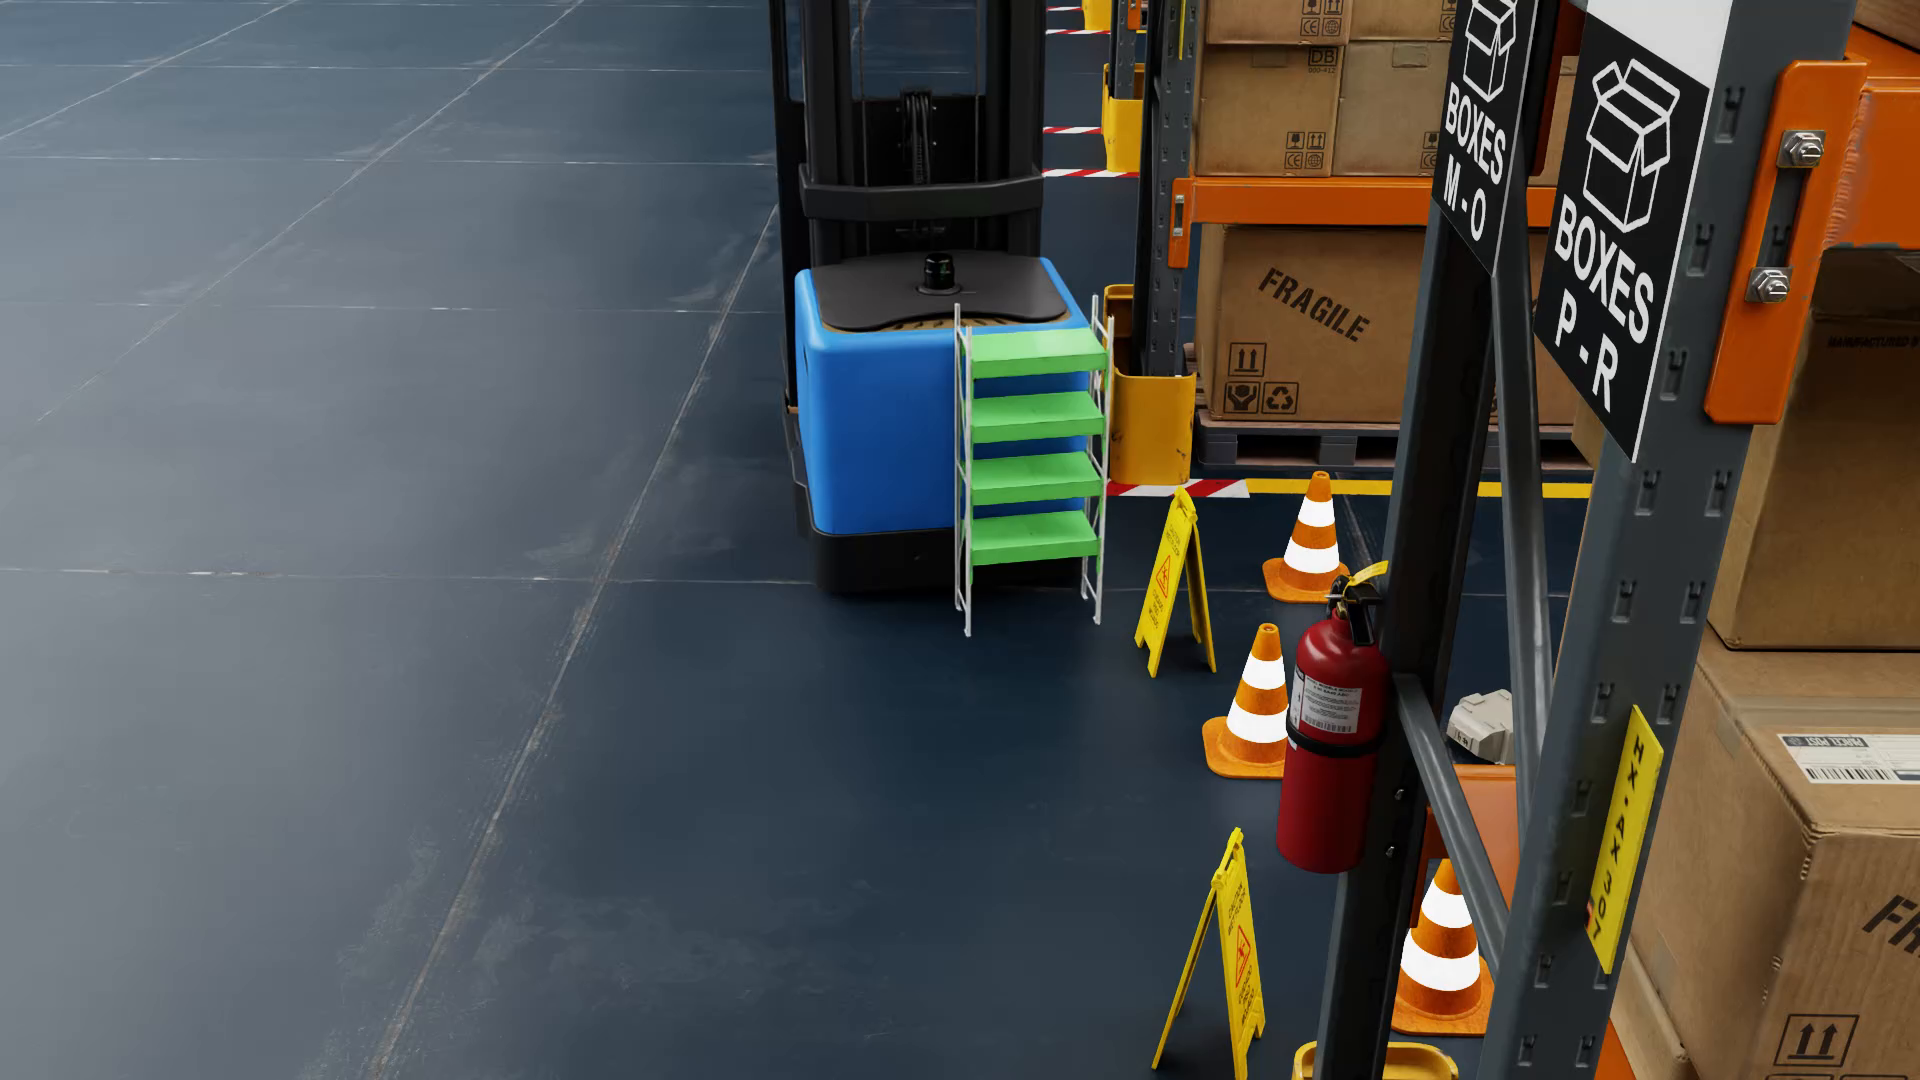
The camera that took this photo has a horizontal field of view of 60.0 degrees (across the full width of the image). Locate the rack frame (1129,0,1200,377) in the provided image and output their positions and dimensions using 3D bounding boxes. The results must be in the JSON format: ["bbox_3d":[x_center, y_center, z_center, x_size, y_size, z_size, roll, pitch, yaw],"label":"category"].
[{"bbox_3d":[0.869,-1.836,7.011,0.127,3.000,1.000,1,28,2],"label":"rack frame"}]

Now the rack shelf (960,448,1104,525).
[{"bbox_3d":[0.251,-0.193,5.970,0.480,0.148,0.258,-5,28,-9],"label":"rack shelf"}]

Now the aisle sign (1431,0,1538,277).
[{"bbox_3d":[0.744,-0.803,2.286,0.004,0.787,0.394,1,28,2],"label":"aisle sign"}]

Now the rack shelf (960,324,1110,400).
[{"bbox_3d":[0.251,-0.617,5.745,0.480,0.148,0.258,-5,28,-9],"label":"rack shelf"}]

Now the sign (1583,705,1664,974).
[{"bbox_3d":[0.777,0.354,1.955,0.005,0.325,0.100,1,28,2],"label":"sign"}]

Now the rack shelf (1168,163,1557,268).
[{"bbox_3d":[2.868,-1.485,7.117,4.000,0.370,1.077,1,28,2],"label":"rack shelf"}]

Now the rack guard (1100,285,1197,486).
[{"bbox_3d":[0.845,-0.732,7.597,0.348,0.500,1.175,1,28,2],"label":"rack guard"}]

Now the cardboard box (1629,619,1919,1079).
[{"bbox_3d":[1.259,0.445,2.284,0.500,0.500,0.500,1,28,1],"label":"cardboard box"}]

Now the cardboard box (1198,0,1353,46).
[{"bbox_3d":[1.239,-2.355,6.677,0.550,0.550,0.875,1,28,2],"label":"cardboard box"}]

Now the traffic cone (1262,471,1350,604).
[{"bbox_3d":[1.350,-0.042,6.335,0.334,0.463,0.336,1,28,2],"label":"traffic cone"}]

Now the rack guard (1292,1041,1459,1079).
[{"bbox_3d":[0.871,1.588,3.220,0.348,0.500,1.175,1,28,2],"label":"rack guard"}]

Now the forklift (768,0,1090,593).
[{"bbox_3d":[-0.242,-1.764,6.947,1.130,2.935,3.031,-4,28,-8],"label":"forklift"}]

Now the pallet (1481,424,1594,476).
[{"bbox_3d":[2.887,-0.606,7.668,1.213,0.211,1.003,1,28,2],"label":"pallet"}]

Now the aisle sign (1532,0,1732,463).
[{"bbox_3d":[0.723,-0.522,1.757,0.004,0.787,0.394,1,28,2],"label":"aisle sign"}]

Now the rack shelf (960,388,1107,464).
[{"bbox_3d":[0.251,-0.405,5.857,0.480,0.148,0.258,-5,28,-9],"label":"rack shelf"}]

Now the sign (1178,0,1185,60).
[{"bbox_3d":[0.844,-1.994,6.300,0.005,0.325,0.100,1,28,2],"label":"sign"}]

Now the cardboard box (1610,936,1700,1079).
[{"bbox_3d":[1.128,0.696,2.503,0.250,0.149,0.380,1,28,2],"label":"cardboard box"}]

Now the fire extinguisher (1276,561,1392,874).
[{"bbox_3d":[0.697,0.299,3.066,0.183,0.674,0.296,1,28,2],"label":"fire extinguisher"}]

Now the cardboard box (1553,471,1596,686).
[{"bbox_3d":[1.348,0.187,2.770,0.500,0.500,0.500,0,28,1],"label":"cardboard box"}]

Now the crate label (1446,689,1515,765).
[{"bbox_3d":[1.758,0.609,5.454,0.298,0.136,0.250,-14,31,-24],"label":"crate label"}]

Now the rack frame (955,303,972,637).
[{"bbox_3d":[0.011,-0.229,5.902,0.015,1.200,0.240,-5,28,-9],"label":"rack frame"}]

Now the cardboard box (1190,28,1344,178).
[{"bbox_3d":[1.242,-1.917,7.004,0.550,0.550,0.875,1,28,2],"label":"cardboard box"}]

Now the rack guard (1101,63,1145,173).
[{"bbox_3d":[1.221,-3.050,11.971,0.348,0.500,1.175,1,28,2],"label":"rack guard"}]

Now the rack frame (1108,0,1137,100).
[{"bbox_3d":[1.145,-4.156,11.388,0.127,3.000,1.000,1,28,2],"label":"rack frame"}]

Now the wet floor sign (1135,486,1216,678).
[{"bbox_3d":[0.770,0.130,5.815,0.232,0.644,0.267,-4,28,-7],"label":"wet floor sign"}]

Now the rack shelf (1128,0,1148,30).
[{"bbox_3d":[3.144,-3.805,11.494,4.000,0.370,1.077,1,28,2],"label":"rack shelf"}]

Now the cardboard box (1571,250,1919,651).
[{"bbox_3d":[1.314,-0.229,2.487,0.500,0.500,0.700,0,28,1],"label":"cardboard box"}]

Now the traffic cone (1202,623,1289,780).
[{"bbox_3d":[0.970,0.481,5.348,0.334,0.463,0.336,1,28,2],"label":"traffic cone"}]

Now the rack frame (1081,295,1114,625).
[{"bbox_3d":[0.491,-0.270,5.978,0.015,1.200,0.240,-5,28,-9],"label":"rack frame"}]

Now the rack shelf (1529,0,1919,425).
[{"bbox_3d":[2.794,-0.492,2.041,4.000,0.370,1.077,1,28,2],"label":"rack shelf"}]

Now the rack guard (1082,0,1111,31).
[{"bbox_3d":[1.398,-5.391,16.386,0.348,0.500,1.175,1,28,2],"label":"rack guard"}]

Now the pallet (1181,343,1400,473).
[{"bbox_3d":[1.671,-0.627,7.708,1.213,0.211,1.003,1,28,2],"label":"pallet"}]

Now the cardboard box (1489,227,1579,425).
[{"bbox_3d":[2.429,-1.089,7.422,0.875,0.875,0.875,1,28,1],"label":"cardboard box"}]

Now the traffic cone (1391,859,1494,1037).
[{"bbox_3d":[1.271,1.007,4.357,0.334,0.463,0.336,1,28,2],"label":"traffic cone"}]

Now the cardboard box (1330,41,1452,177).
[{"bbox_3d":[1.792,-1.919,7.007,0.550,0.550,0.875,1,28,2],"label":"cardboard box"}]

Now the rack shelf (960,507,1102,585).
[{"bbox_3d":[0.251,0.019,6.082,0.480,0.148,0.258,-5,28,-9],"label":"rack shelf"}]

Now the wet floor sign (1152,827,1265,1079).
[{"bbox_3d":[0.643,1.019,4.139,0.232,0.644,0.267,11,30,19],"label":"wet floor sign"}]

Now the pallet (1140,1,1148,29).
[{"bbox_3d":[2.209,-5.247,16.423,1.213,0.211,1.003,1,28,2],"label":"pallet"}]

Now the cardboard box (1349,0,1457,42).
[{"bbox_3d":[1.792,-2.389,6.742,0.550,0.550,0.875,1,28,2],"label":"cardboard box"}]

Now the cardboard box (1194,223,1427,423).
[{"bbox_3d":[1.549,-1.103,7.448,0.875,0.875,0.875,1,28,2],"label":"cardboard box"}]

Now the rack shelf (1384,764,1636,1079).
[{"bbox_3d":[2.794,0.833,2.743,4.000,0.370,1.077,1,28,2],"label":"rack shelf"}]

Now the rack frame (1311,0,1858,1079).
[{"bbox_3d":[0.795,0.484,2.634,0.053,2.616,0.949,1,28,2],"label":"rack frame"}]

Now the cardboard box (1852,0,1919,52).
[{"bbox_3d":[1.116,-0.574,1.696,0.250,0.149,0.380,1,28,2],"label":"cardboard box"}]

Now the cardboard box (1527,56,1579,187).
[{"bbox_3d":[2.347,-1.851,6.878,0.550,0.550,0.875,1,28,2],"label":"cardboard box"}]

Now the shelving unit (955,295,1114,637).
[{"bbox_3d":[0.251,-0.250,5.940,0.503,1.200,0.258,-5,28,-9],"label":"shelving unit"}]
